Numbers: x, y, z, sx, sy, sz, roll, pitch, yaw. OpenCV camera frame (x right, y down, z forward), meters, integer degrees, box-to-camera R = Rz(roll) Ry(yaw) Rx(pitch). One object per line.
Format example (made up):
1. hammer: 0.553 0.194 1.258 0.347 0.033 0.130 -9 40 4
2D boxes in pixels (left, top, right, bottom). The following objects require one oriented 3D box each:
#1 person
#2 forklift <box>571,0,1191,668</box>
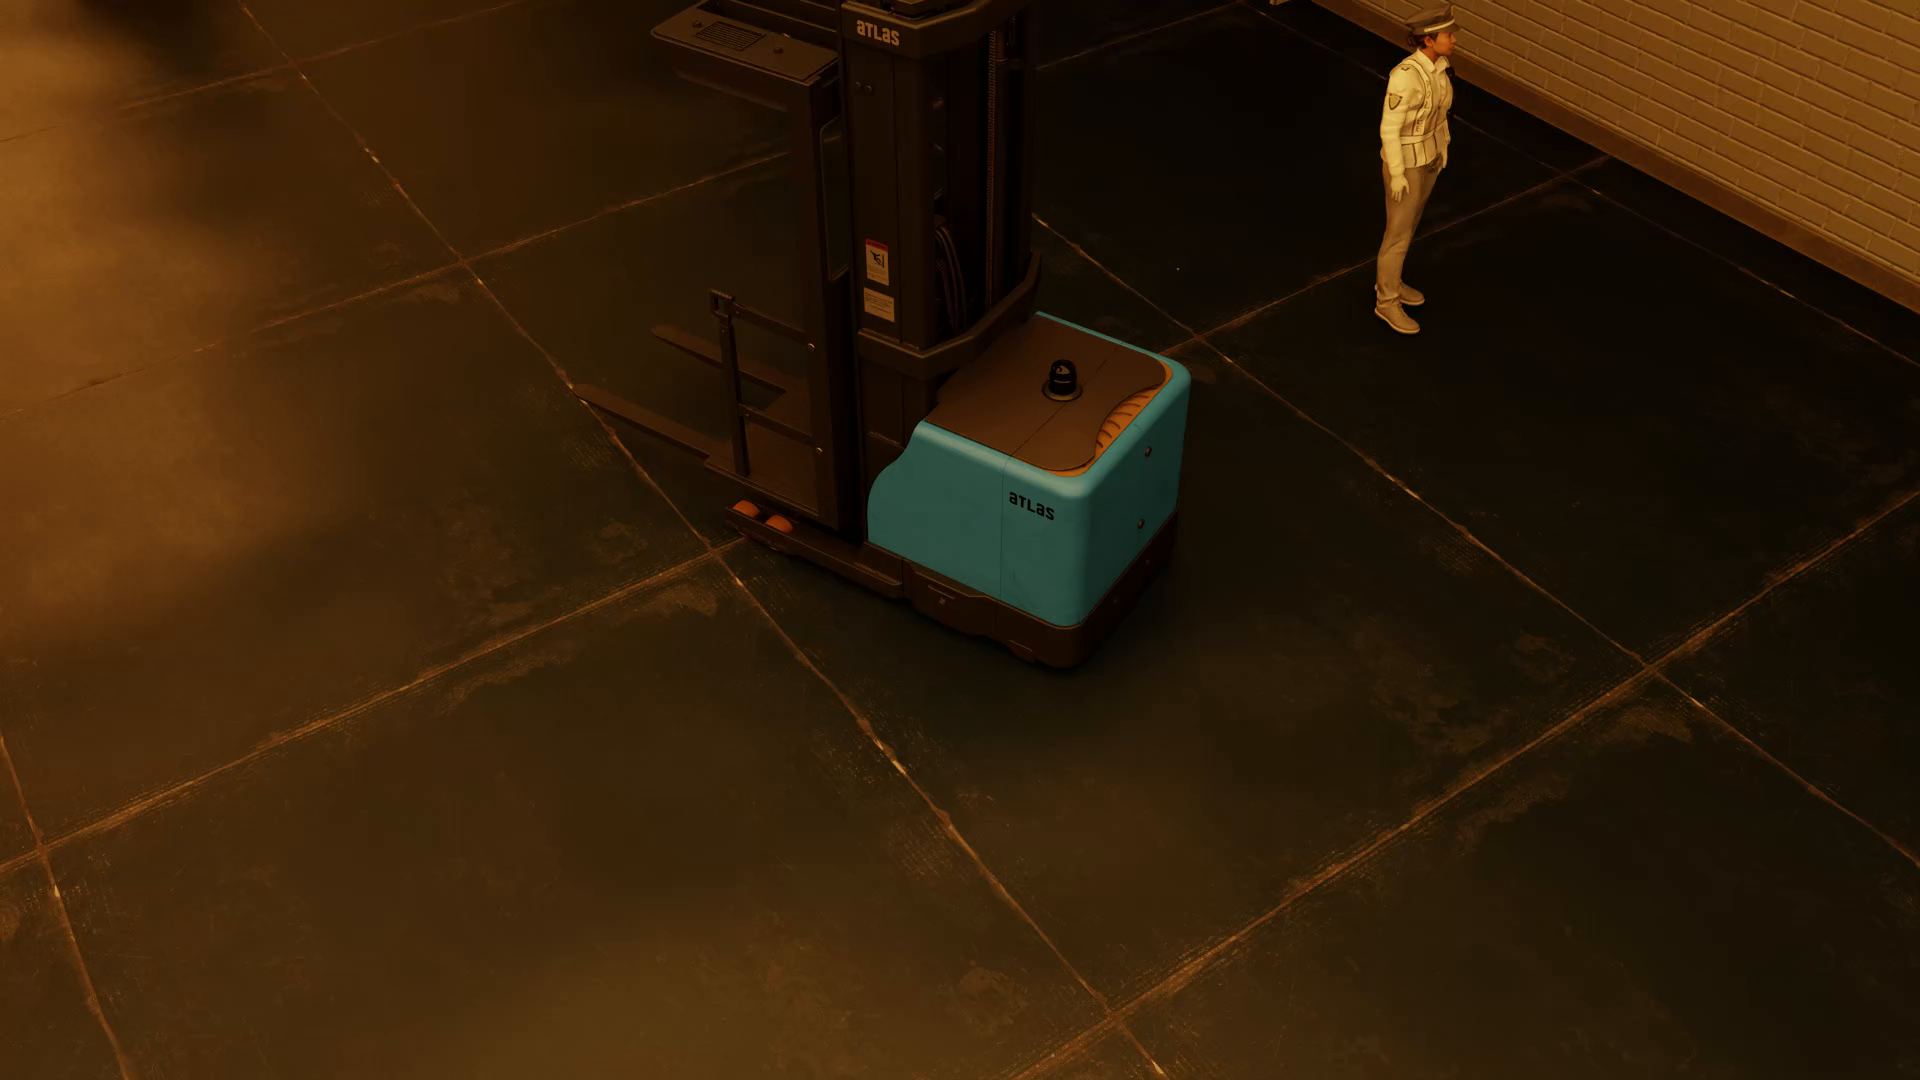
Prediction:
1. person: 2.448 -1.983 8.768 0.533 1.696 0.586 30 50 28
2. forklift: -0.511 -1.302 7.129 3.031 2.935 1.130 24 48 24
